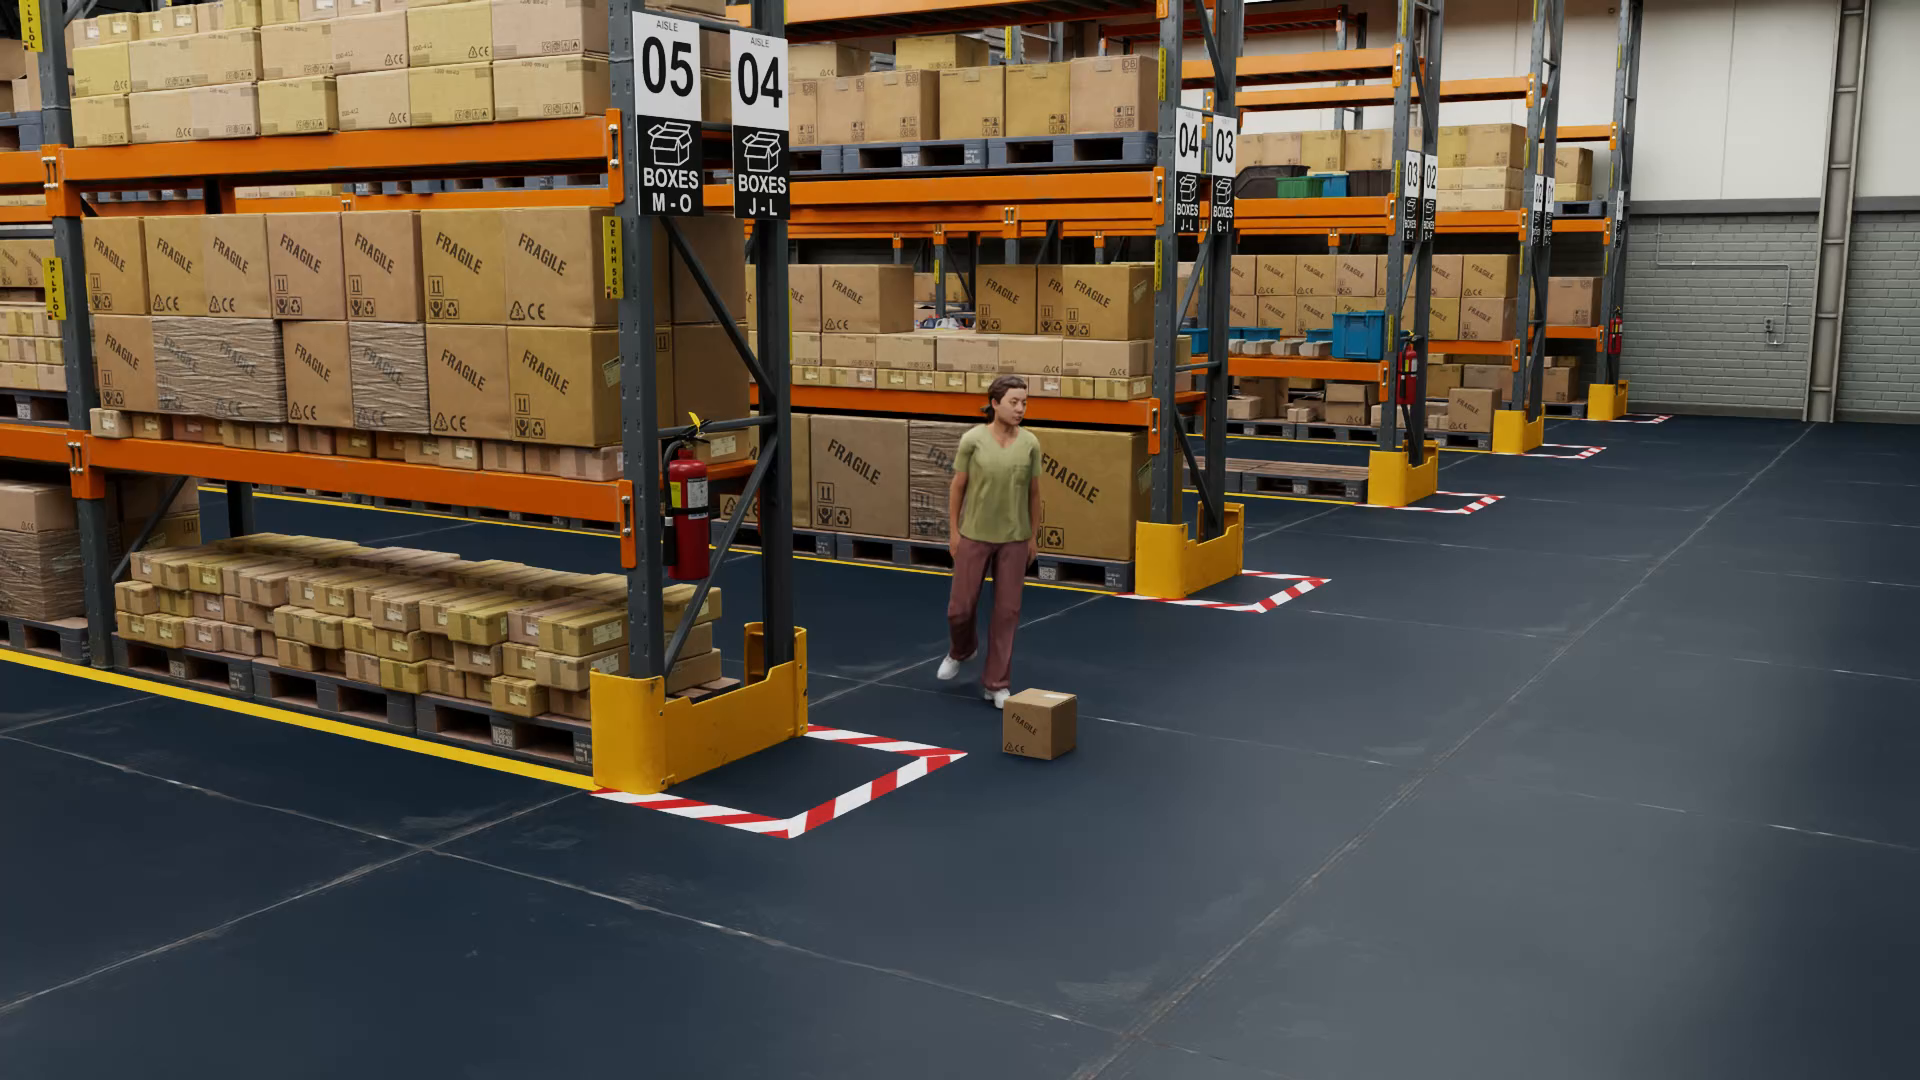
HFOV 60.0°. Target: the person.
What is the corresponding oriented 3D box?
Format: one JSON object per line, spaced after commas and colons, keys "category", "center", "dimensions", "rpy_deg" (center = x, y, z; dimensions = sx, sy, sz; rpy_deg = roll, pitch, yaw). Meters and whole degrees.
{"category": "person", "center": [0.149, -0.008, 8.425], "dimensions": [0.510, 1.669, 0.563], "rpy_deg": [-2, 10, -10]}
